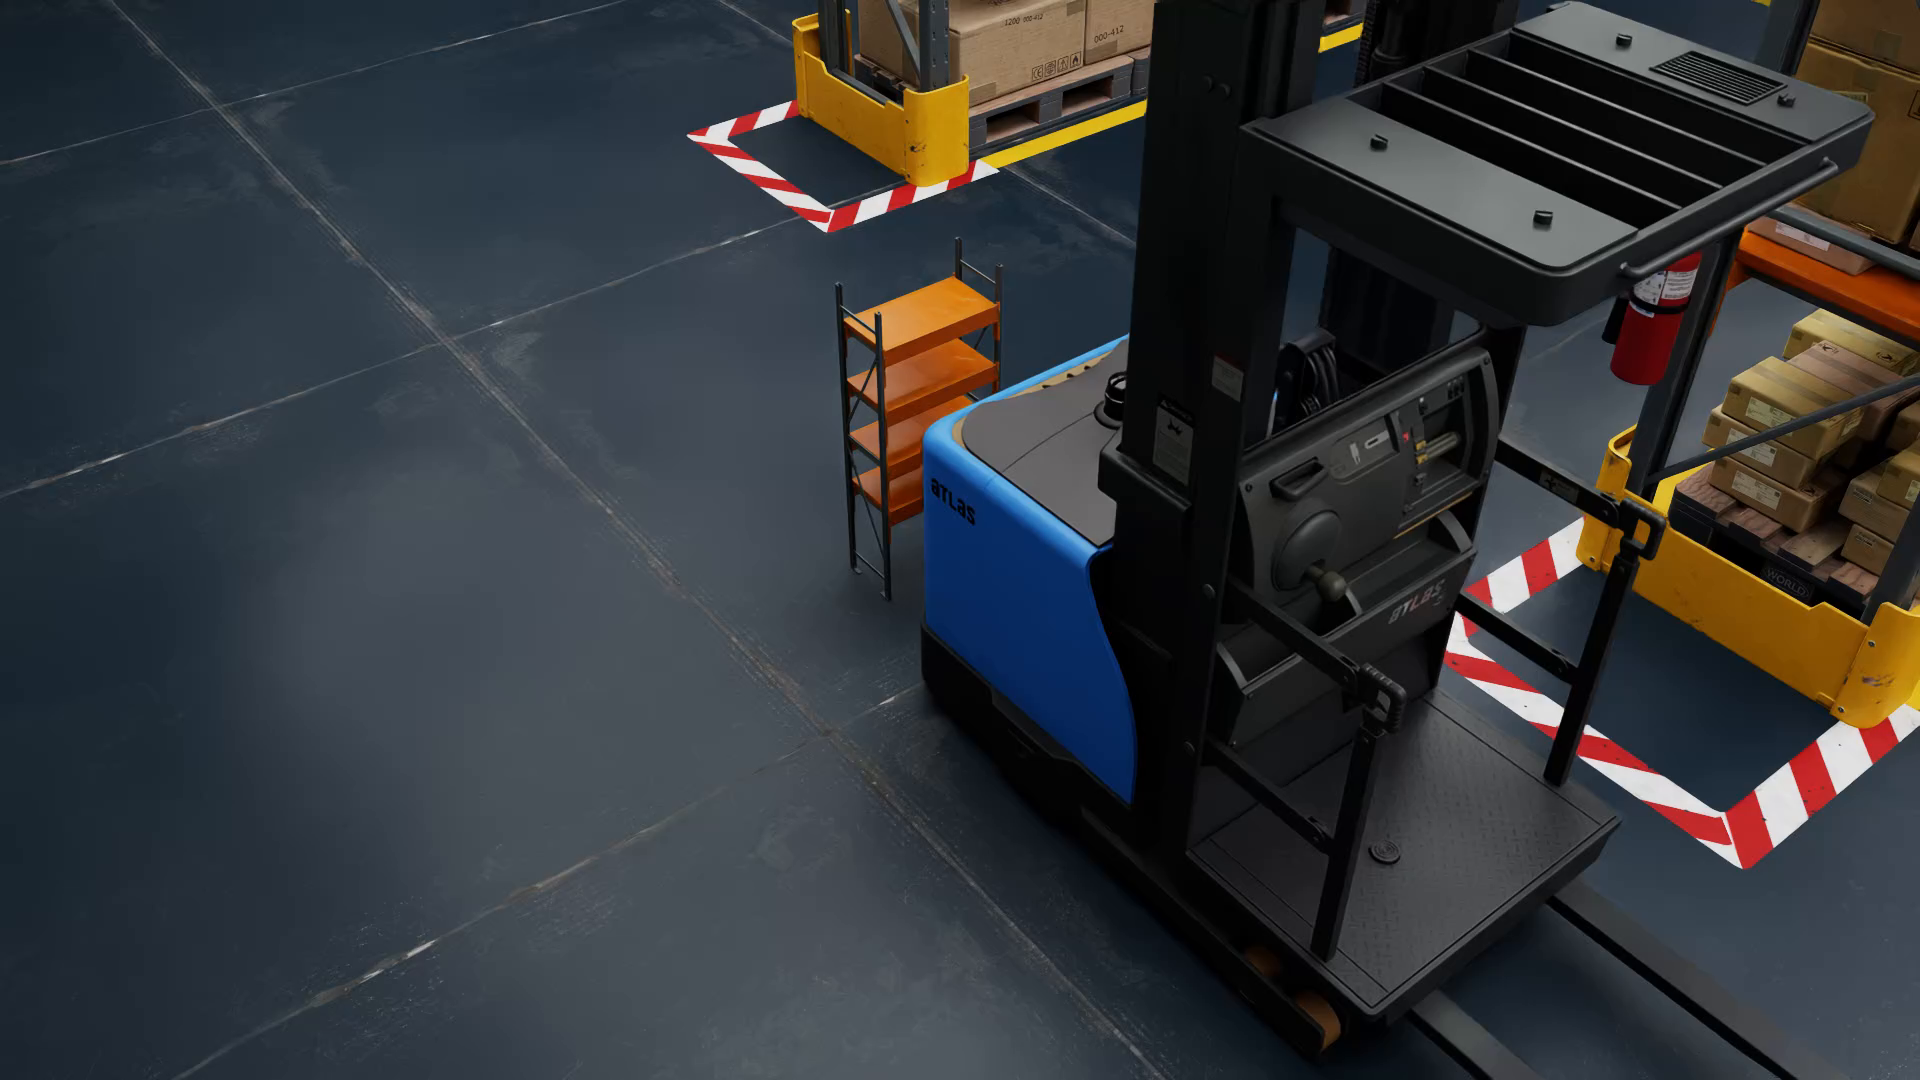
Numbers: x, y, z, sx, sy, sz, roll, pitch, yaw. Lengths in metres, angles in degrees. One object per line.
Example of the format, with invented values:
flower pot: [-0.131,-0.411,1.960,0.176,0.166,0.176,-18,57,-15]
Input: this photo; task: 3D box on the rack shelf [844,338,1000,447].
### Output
rack shelf: [-0.131,-0.521,5.692,0.480,0.148,0.258,-26,46,-28]

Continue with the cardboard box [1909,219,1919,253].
cardboard box: [3.219,-1.038,4.837,0.500,0.500,0.500,-24,45,-26]

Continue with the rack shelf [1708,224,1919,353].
rack shelf: [4.280,-1.345,6.091,4.000,0.370,1.077,-26,46,-28]

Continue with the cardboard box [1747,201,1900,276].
cardboard box: [2.781,-1.021,5.327,0.250,0.149,0.380,-26,46,-28]

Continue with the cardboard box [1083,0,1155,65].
cardboard box: [0.781,-3.135,9.396,0.875,0.438,0.875,-25,45,-27]

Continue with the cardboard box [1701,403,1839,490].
cardboard box: [2.939,-0.372,6.021,0.250,0.149,0.380,-27,47,-29]

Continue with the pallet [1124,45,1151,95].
pallet: [1.151,-3.039,9.788,1.213,0.211,1.003,-26,46,-28]

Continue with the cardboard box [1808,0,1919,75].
cardboard box: [2.906,-1.692,4.846,0.500,0.500,0.500,-27,46,-29]

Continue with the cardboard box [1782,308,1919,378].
cardboard box: [3.322,-0.704,6.191,0.250,0.149,0.380,-27,46,-29]

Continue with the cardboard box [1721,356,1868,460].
cardboard box: [2.960,-0.472,5.908,0.250,0.149,0.380,-25,46,-28]

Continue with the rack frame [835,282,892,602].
rack frame: [-0.325,-0.306,5.677,0.015,1.200,0.240,-26,46,-28]

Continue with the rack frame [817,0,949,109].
rack frame: [-0.402,-3.300,7.908,0.127,3.000,1.000,-26,46,-28]

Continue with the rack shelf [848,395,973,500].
rack shelf: [-0.131,-0.348,5.834,0.480,0.148,0.258,-26,46,-28]

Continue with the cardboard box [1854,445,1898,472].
cardboard box: [3.389,-0.427,6.322,0.250,0.149,0.380,-26,46,-28]

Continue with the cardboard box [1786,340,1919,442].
cardboard box: [3.194,-0.540,5.991,0.250,0.149,0.380,-25,46,-27]

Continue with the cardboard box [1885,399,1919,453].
cardboard box: [3.462,-0.339,5.745,0.250,0.149,0.380,-25,46,-27]

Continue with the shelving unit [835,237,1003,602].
shelving unit: [-0.131,-0.400,5.791,0.503,1.200,0.258,-26,46,-28]

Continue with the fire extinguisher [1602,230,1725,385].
fire extinguisher: [2.213,-0.810,5.228,0.183,0.674,0.296,-26,46,-28]

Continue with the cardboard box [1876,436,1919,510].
cardboard box: [3.317,-0.172,5.542,0.250,0.149,0.380,-28,47,-30]

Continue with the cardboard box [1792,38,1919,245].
cardboard box: [2.894,-1.306,5.164,0.500,0.500,0.500,-25,46,-27]

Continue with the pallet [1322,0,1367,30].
pallet: [2.119,-3.513,10.366,1.213,0.211,1.003,-26,46,-28]

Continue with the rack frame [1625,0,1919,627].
rack frame: [2.694,-0.850,4.921,0.127,3.000,1.000,-26,46,-28]

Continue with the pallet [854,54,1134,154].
pallet: [0.184,-2.570,9.217,1.213,0.211,1.003,-26,46,-28]

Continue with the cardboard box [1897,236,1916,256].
cardboard box: [3.001,-1.098,5.421,0.250,0.149,0.380,-26,46,-28]

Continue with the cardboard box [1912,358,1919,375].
cardboard box: [3.566,-0.772,6.274,0.250,0.149,0.380,-28,47,-30]

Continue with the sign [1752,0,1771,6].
sign: [2.372,-1.706,4.803,0.005,0.325,0.100,-26,46,-28]

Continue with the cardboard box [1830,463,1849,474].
cardboard box: [3.127,-0.369,6.251,0.250,0.149,0.380,-25,45,-27]

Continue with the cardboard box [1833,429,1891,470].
cardboard box: [3.179,-0.446,6.111,0.250,0.149,0.380,-27,47,-29]

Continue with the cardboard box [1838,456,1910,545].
cardboard box: [3.266,-0.098,5.687,0.250,0.149,0.380,-24,45,-26]

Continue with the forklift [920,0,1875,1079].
forklift: [1.174,-0.097,4.057,1.130,2.935,3.031,-26,46,-28]

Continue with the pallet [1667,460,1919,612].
pallet: [3.420,-0.097,6.202,1.213,0.211,1.003,-26,46,-28]

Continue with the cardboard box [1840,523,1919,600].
cardboard box: [3.305,0.049,5.742,0.250,0.149,0.380,-25,46,-27]

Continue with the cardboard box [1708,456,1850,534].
cardboard box: [2.985,-0.218,6.068,0.250,0.149,0.380,-25,46,-27]

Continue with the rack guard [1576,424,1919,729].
rack guard: [2.755,0.087,5.749,0.348,0.500,1.175,-26,46,-28]

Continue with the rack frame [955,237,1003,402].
rack frame: [0.062,-0.494,5.906,0.015,1.200,0.240,-26,46,-28]

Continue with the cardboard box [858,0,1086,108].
cardboard box: [0.060,-2.777,8.959,0.875,0.438,0.875,-28,47,-29]

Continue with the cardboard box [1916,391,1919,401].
cardboard box: [3.626,-0.626,6.330,0.250,0.149,0.380,-27,46,-29]

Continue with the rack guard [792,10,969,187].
rack guard: [-0.421,-2.324,8.689,0.348,0.500,1.175,-26,46,-28]

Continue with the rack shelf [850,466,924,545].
rack shelf: [-0.131,-0.194,5.960,0.480,0.148,0.258,-26,46,-28]

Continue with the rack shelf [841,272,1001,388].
rack shelf: [-0.131,-0.704,5.542,0.480,0.148,0.258,-26,46,-28]
